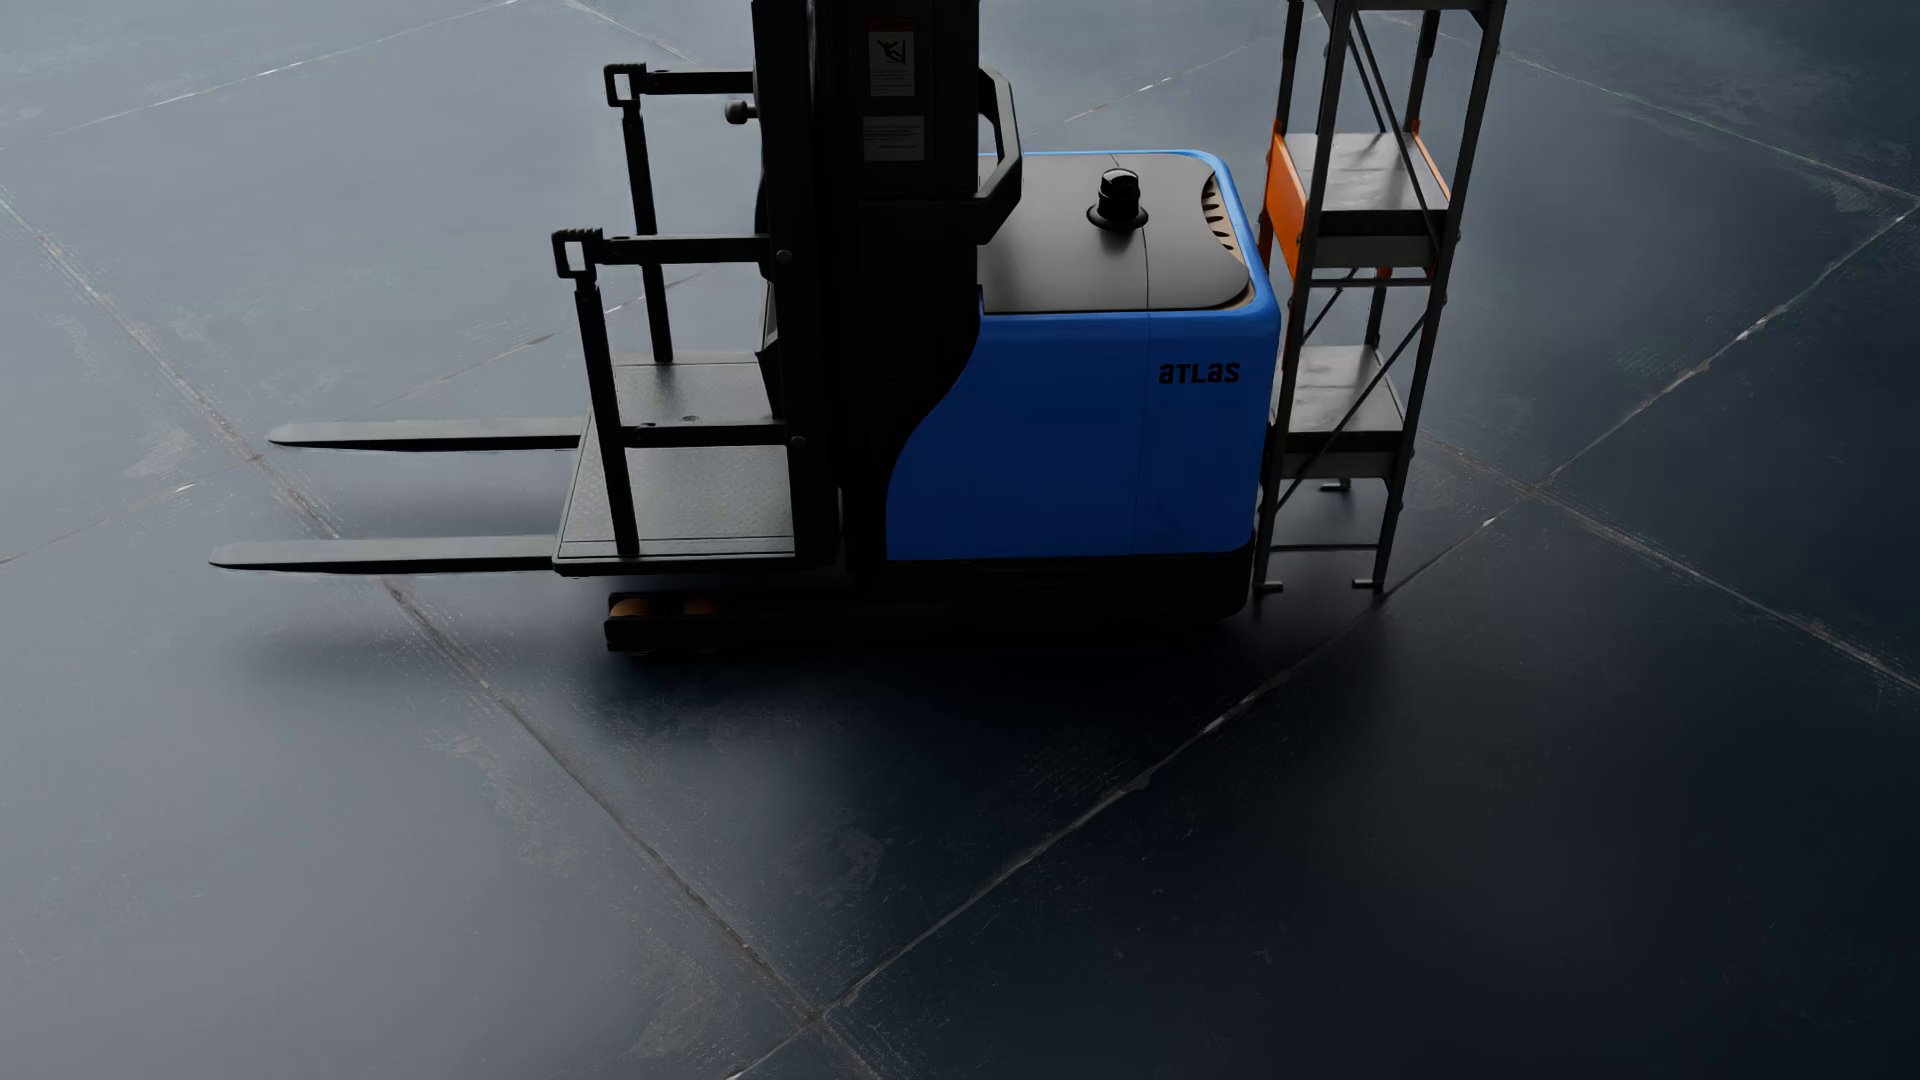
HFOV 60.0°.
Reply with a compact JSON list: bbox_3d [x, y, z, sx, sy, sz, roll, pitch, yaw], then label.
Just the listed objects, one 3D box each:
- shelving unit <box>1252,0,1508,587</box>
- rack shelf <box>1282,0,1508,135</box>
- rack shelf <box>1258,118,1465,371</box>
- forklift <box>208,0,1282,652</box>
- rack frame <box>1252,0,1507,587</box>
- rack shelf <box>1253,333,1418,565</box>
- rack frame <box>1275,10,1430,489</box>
[{"bbox_3d":[1.087,-0.833,4.609,0.431,2.100,0.503,-1,39,-1],"label":"shelving unit"},{"bbox_3d":[1.087,-1.366,4.177,0.431,0.518,0.480,-1,39,-1],"label":"rack shelf"},{"bbox_3d":[1.087,-0.822,4.618,0.431,0.518,0.480,-1,39,-1],"label":"rack shelf"},{"bbox_3d":[-0.679,-1.148,4.339,3.031,2.935,1.130,-1,39,-2],"label":"forklift"},{"bbox_3d":[1.094,-0.679,4.420,0.400,2.100,0.015,-1,39,-1],"label":"rack frame"},{"bbox_3d":[1.087,-0.279,5.059,0.431,0.518,0.480,-1,39,-1],"label":"rack shelf"},{"bbox_3d":[1.080,-0.987,4.799,0.400,2.100,0.015,-1,39,-1],"label":"rack frame"}]
